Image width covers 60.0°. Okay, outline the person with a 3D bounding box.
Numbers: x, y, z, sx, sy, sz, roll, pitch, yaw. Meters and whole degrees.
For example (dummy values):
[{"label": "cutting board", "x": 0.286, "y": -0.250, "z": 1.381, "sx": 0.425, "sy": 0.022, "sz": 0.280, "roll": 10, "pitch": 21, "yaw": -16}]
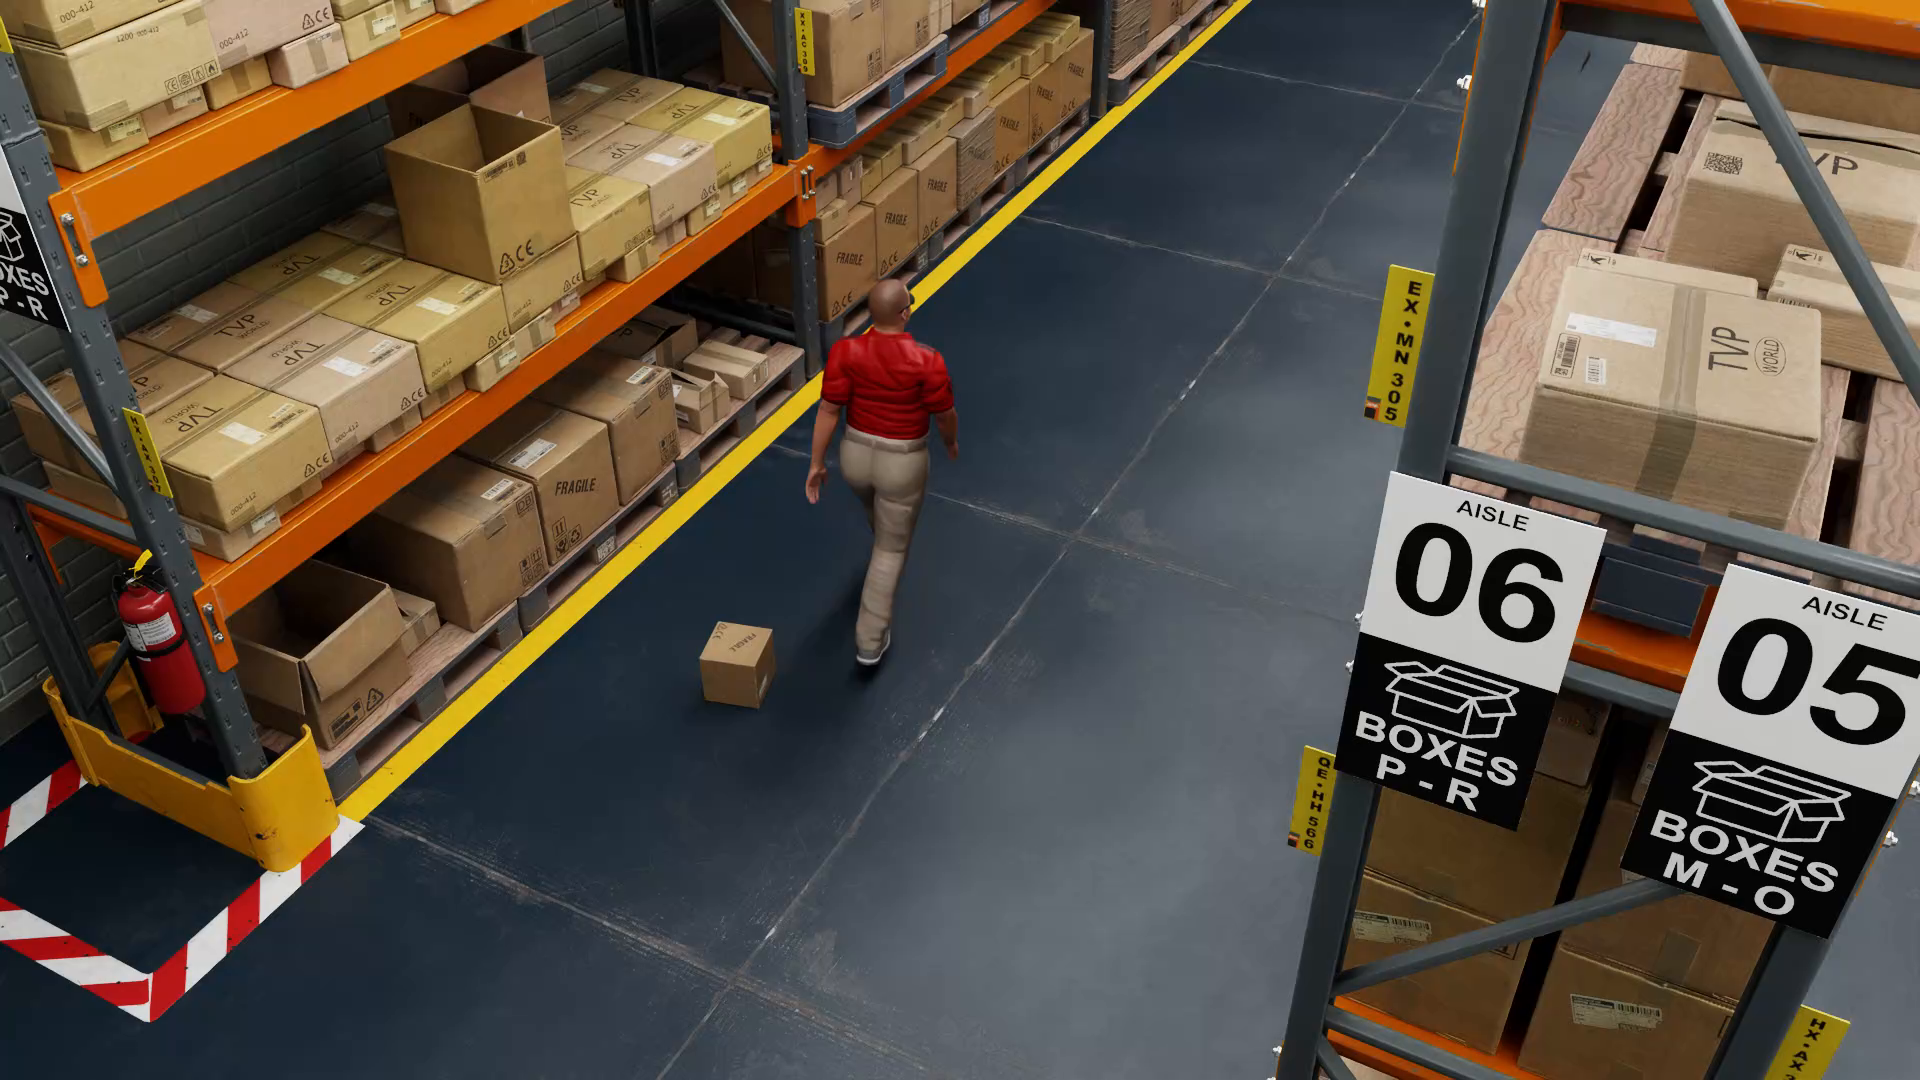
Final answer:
[{"label": "person", "x": -0.303, "y": -0.384, "z": 7.265, "sx": 0.576, "sy": 1.651, "sz": 1.113, "roll": 14, "pitch": 40, "yaw": 17}]
